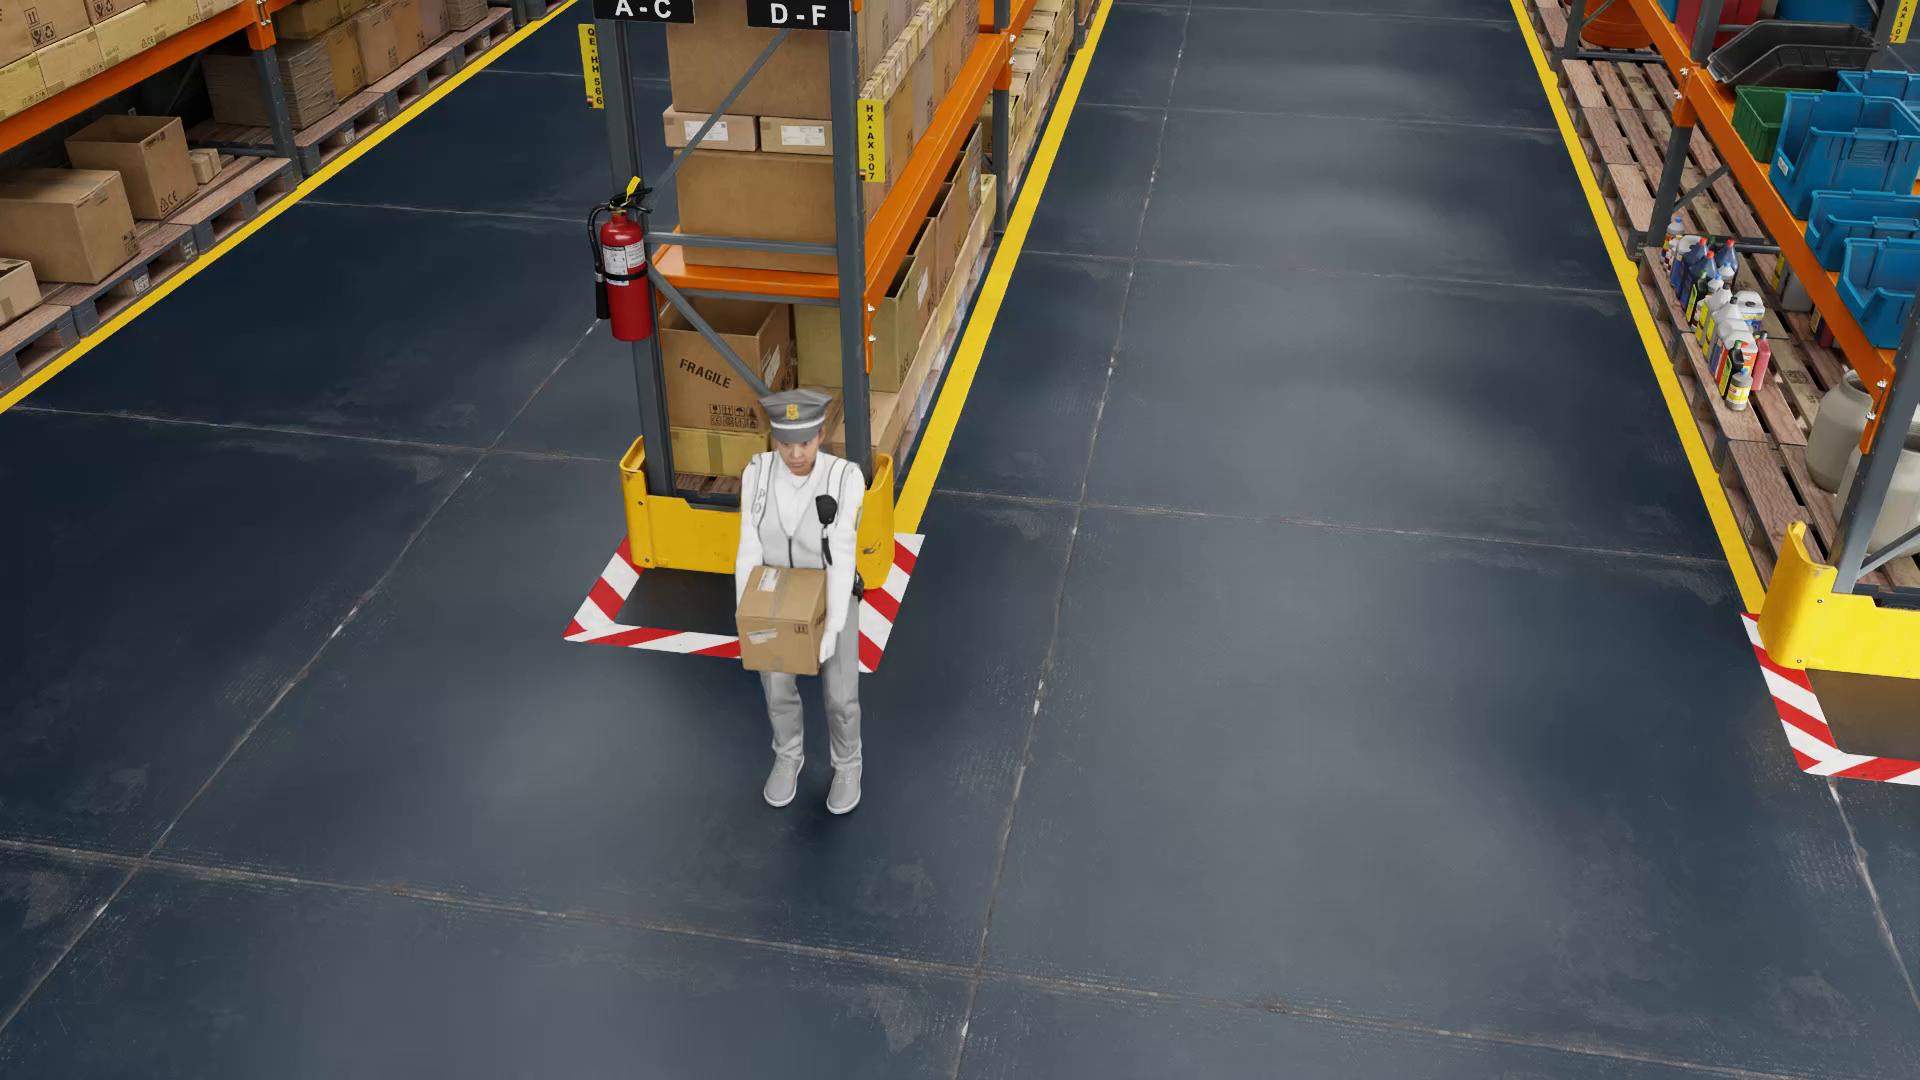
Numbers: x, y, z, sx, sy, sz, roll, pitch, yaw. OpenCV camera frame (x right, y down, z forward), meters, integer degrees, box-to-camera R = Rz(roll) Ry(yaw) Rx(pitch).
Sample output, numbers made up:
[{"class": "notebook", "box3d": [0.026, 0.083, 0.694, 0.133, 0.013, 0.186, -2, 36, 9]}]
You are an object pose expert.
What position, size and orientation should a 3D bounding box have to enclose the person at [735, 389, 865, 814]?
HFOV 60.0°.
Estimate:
[{"class": "person", "box3d": [-0.538, 0.255, 5.730, 0.417, 1.682, 0.528, 5, 33, 7]}]
